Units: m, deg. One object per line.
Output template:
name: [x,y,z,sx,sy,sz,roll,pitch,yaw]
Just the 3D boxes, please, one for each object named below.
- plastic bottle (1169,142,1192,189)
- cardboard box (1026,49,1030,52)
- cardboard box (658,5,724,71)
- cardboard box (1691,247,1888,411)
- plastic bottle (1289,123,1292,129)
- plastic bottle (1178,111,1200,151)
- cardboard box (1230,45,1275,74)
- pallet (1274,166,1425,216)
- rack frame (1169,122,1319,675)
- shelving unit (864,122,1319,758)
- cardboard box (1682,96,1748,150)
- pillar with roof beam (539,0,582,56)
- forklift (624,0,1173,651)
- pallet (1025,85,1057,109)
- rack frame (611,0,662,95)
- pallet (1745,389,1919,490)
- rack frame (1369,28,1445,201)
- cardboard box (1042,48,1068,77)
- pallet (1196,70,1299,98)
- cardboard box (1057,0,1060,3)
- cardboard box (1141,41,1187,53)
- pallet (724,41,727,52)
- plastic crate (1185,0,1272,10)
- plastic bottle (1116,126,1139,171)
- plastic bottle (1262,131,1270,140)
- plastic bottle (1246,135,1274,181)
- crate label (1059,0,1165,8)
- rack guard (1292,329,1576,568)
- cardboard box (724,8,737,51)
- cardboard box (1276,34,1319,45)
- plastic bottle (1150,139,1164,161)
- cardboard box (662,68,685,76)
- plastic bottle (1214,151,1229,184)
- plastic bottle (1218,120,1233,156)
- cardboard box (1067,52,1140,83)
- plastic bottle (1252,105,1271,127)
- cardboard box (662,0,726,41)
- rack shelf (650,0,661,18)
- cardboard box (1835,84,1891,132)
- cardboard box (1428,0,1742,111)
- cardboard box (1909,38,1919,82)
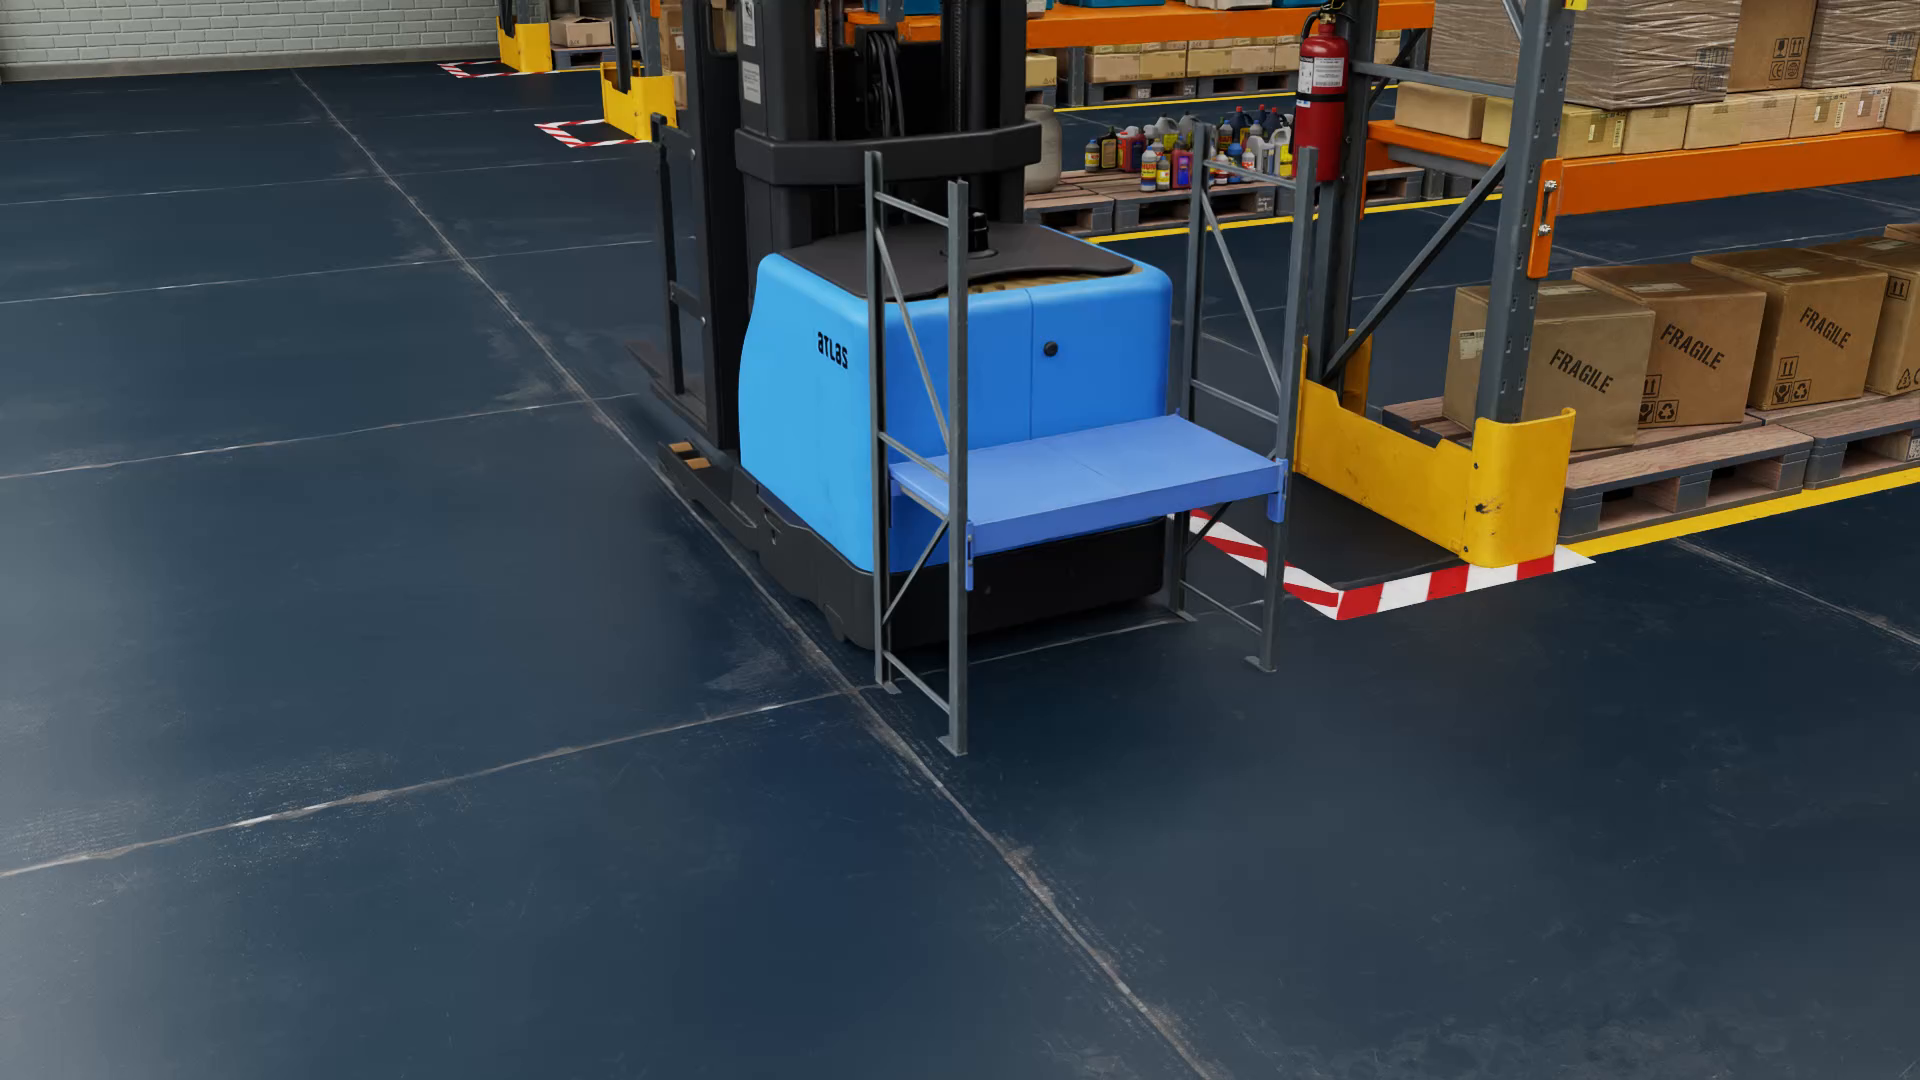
plastic bottle: [1.403,-2.381,10.556,0.133,0.283,0.061,-10,25,-23]
cardboard box: [0.328,-4.880,15.684,0.500,0.500,0.500,-10,25,-24]
cardboard box: [-2.369,-4.377,14.468,0.500,0.500,0.500,-10,25,-24]
cardboard box: [3.236,-0.846,6.592,0.500,0.500,0.500,-8,24,-19]
plastic bottle: [2.316,-2.818,11.613,0.133,0.283,0.061,-10,25,-24]
plastic bottle: [1.566,-2.758,11.380,0.185,0.351,0.144,-11,25,-24]
cardboard box: [2.738,-4.740,16.324,0.500,0.250,0.500,-10,24,-23]
pallet: [2.403,-2.486,11.480,1.213,0.211,1.003,-10,25,-24]
rack frame: [0.786,-0.390,4.730,0.032,1.500,0.500,-12,25,-26]
shelving unit: [0.337,-0.298,4.509,1.048,1.500,0.538,-12,25,-26]
cardboard box: [2.396,-1.421,5.590,0.250,0.149,0.380,-10,25,-24]
pillar with roof beam: [-2.752,-8.325,14.096,0.400,9.000,9.100,-10,25,-24]
forklift: [-0.478,-1.559,5.684,1.130,2.935,3.031,-11,25,-25]
pallet: [0.147,-4.173,15.556,1.213,0.211,1.003,-10,25,-24]
rack frame: [-2.723,-4.916,13.704,0.127,3.000,1.000,-10,25,-24]
pallet: [3.484,-0.549,6.800,1.213,0.211,1.003,-10,25,-24]
rack frame: [3.026,-3.872,11.181,0.127,3.000,1.000,-10,25,-24]
cardboard box: [1.129,-4.672,16.160,0.500,0.250,0.500,-11,25,-24]
pallet: [2.629,-4.630,16.660,1.213,0.211,1.003,-10,25,-24]
cardboard box: [1.193,-6.815,20.985,0.500,0.500,0.700,-10,25,-24]
cardboard box: [1.815,-4.826,15.799,0.500,0.311,0.500,-11,25,-24]
pallet: [-2.961,-5.670,19.172,1.213,0.211,1.003,-10,25,-24]
plastic crate: [1.673,-3.393,10.370,0.437,0.136,0.530,-10,25,-24]
plastic bottle: [1.126,-2.641,11.194,0.135,0.276,0.152,-10,25,-23]
plastic bottle: [2.039,-2.559,10.987,0.133,0.283,0.061,-10,25,-24]
plastic bottle: [1.959,-2.499,10.852,0.135,0.276,0.152,-10,24,-23]
crate label: [0.963,-3.623,10.534,0.616,0.435,0.502,-10,25,-24]
rack guard: [1.639,-0.359,5.963,0.348,0.500,1.175,-10,25,-24]
cardboard box: [-1.694,-4.282,14.238,0.500,0.500,0.500,-10,25,-24]
cardboard box: [3.199,-5.083,16.419,0.500,0.311,0.500,-11,25,-24]
plastic bottle: [1.322,-2.590,11.168,0.097,0.201,0.097,0,22,0]
cardboard box: [-2.368,-4.030,14.610,0.500,0.250,0.500,-10,25,-24]
plastic bottle: [1.679,-2.402,10.714,0.097,0.201,0.097,0,22,0]
plastic bottle: [1.832,-2.755,11.475,0.097,0.271,0.097,0,22,0]
cardboard box: [1.352,-4.484,15.708,0.500,0.250,0.500,-11,25,-25]
plastic bottle: [2.119,-2.860,11.626,0.185,0.351,0.144,-10,24,-22]
cardboard box: [-3.016,-5.953,18.903,0.500,0.500,0.700,-12,25,-27]
rack shelf: [-0.921,-4.915,14.643,4.000,0.370,1.077,-10,25,-24]
cardboard box: [3.054,-1.560,5.925,0.250,0.149,0.380,-10,25,-24]
cardboard box: [2.078,-1.767,5.576,0.500,0.500,0.875,-10,25,-24]
cardboard box: [3.401,-2.038,6.232,0.500,0.500,0.875,-10,25,-24]
